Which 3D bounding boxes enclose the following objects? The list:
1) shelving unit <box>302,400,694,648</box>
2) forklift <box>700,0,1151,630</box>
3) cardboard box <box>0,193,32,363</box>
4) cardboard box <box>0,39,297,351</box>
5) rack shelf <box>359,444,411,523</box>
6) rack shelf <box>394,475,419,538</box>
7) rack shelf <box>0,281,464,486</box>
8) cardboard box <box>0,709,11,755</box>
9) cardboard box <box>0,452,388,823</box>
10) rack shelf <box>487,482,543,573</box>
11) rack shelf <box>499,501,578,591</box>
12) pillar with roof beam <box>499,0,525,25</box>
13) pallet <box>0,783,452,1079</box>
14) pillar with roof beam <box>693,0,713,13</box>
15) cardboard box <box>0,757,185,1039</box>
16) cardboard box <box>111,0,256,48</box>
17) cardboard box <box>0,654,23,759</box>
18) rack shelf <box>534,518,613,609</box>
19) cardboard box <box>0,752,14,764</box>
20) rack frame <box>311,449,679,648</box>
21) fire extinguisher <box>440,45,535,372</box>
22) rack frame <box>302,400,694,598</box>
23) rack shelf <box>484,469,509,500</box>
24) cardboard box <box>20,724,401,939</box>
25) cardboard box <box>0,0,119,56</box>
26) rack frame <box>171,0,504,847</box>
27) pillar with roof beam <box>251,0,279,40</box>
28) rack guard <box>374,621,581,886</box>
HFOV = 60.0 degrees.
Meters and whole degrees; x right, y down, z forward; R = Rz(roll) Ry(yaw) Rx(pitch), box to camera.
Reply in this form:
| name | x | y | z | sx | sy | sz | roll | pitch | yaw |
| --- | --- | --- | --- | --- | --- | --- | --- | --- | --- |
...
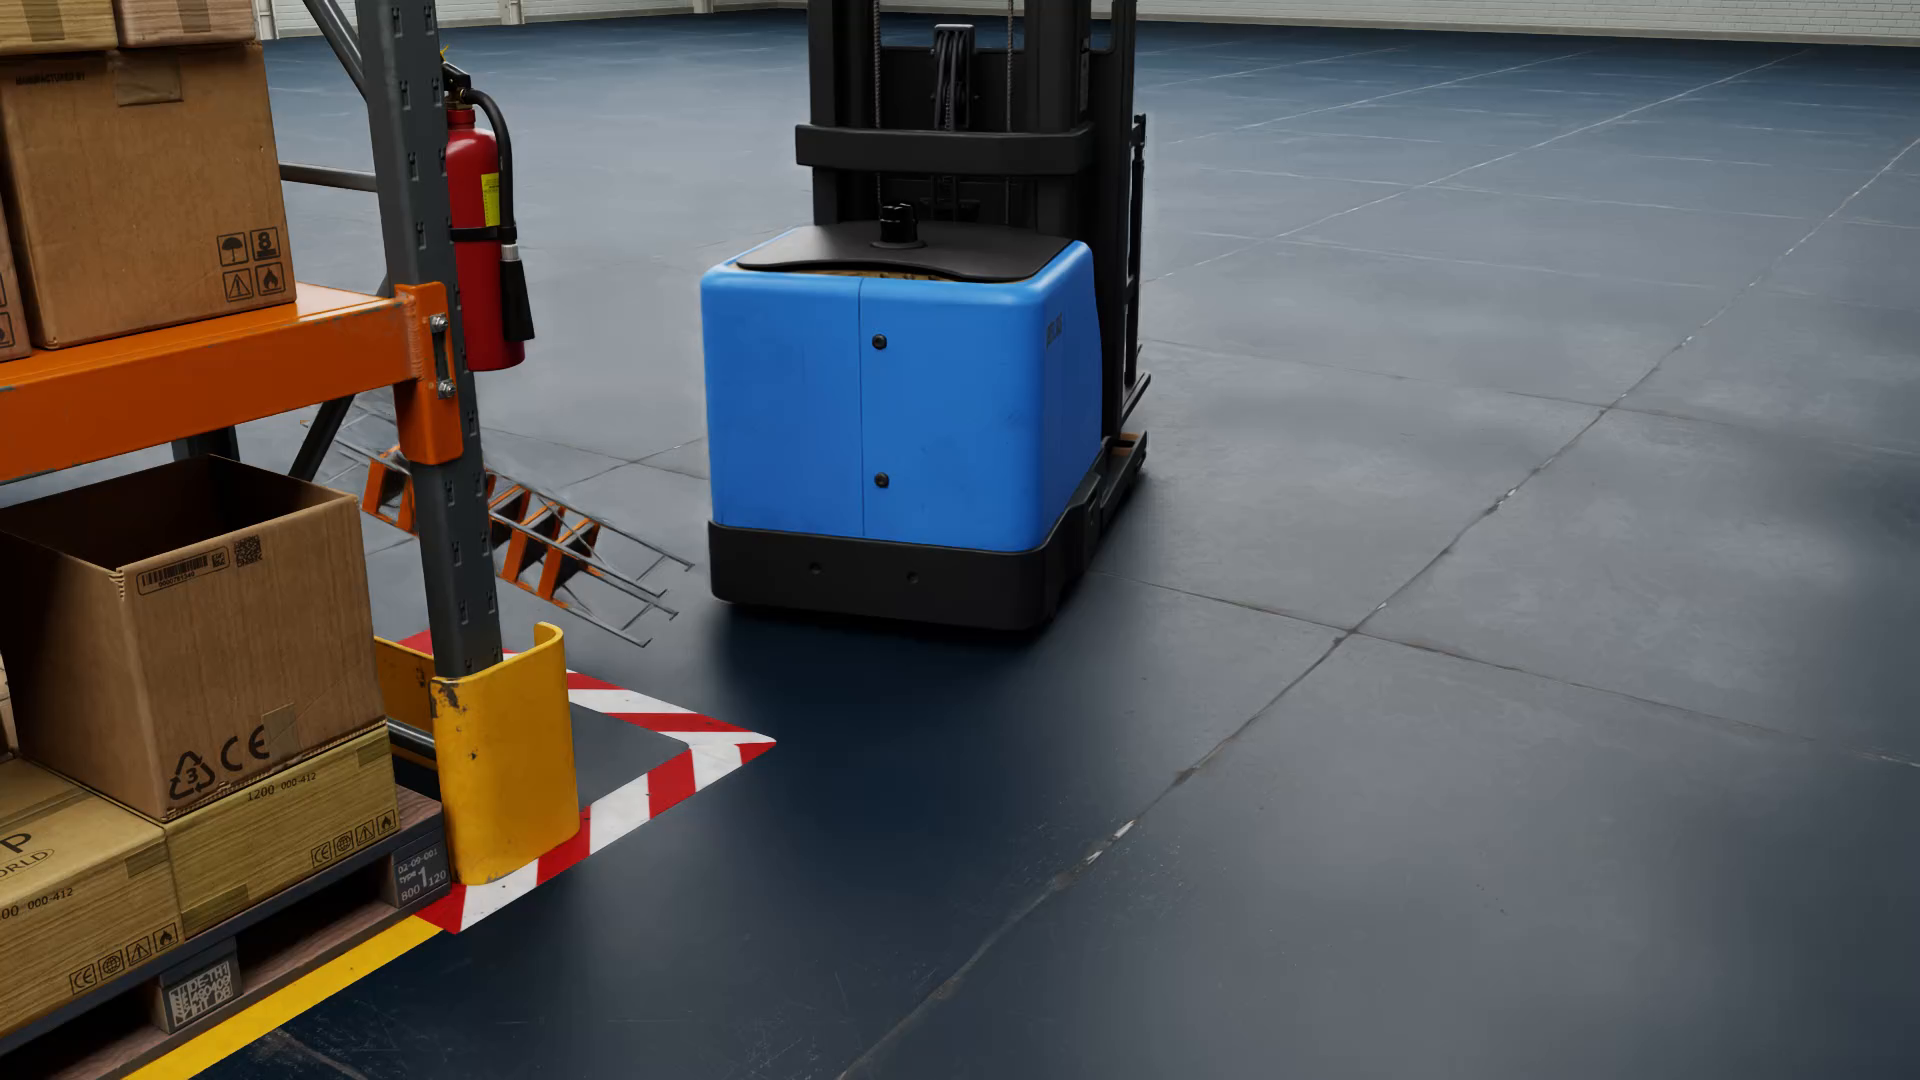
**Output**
| name | x | y | z | sx | sy | sz | roll | pitch | yaw |
| --- | --- | --- | --- | --- | --- | --- | --- | --- | --- |
| shelving unit | -1.407 | -0.059 | 5.013 | 1.200 | 0.189 | 0.258 | 25 | 28 | 6 |
| forklift | 0.104 | -1.589 | 5.835 | 1.130 | 2.935 | 3.031 | 5 | 21 | 14 |
| cardboard box | -2.028 | -0.551 | 2.786 | 0.700 | 0.500 | 0.500 | 14 | 24 | 33 |
| cardboard box | -1.737 | -0.702 | 3.196 | 0.700 | 0.500 | 0.500 | 13 | 24 | 32 |
| rack shelf | -1.691 | -0.193 | 5.046 | 0.103 | 0.180 | 0.258 | 25 | 28 | 6 |
| rack shelf | -1.583 | -0.142 | 5.033 | 0.103 | 0.180 | 0.258 | 25 | 28 | 6 |
| rack shelf | -2.588 | 0.124 | 2.142 | 1.077 | 0.370 | 4.000 | 13 | 24 | 32 |
| cardboard box | -2.228 | 0.208 | 3.155 | 0.500 | 0.500 | 0.500 | 13 | 24 | 32 |
| cardboard box | -1.519 | 0.166 | 3.270 | 0.500 | 0.500 | 0.500 | 13 | 24 | 32 |
| rack shelf | -1.367 | -0.041 | 5.008 | 0.103 | 0.180 | 0.258 | 25 | 28 | 6 |
| rack shelf | -1.259 | 0.010 | 4.996 | 0.103 | 0.180 | 0.258 | 25 | 28 | 6 |
| pillar with roof beam | -6.043 | -14.456 | 31.874 | 9.100 | 9.000 | 0.400 | 13 | 24 | 32 |
| pallet | -1.859 | 0.748 | 3.437 | 1.003 | 0.211 | 1.213 | 13 | 24 | 32 |
| pillar with roof beam | -2.670 | -16.177 | 36.528 | 9.100 | 9.000 | 0.400 | 13 | 24 | 32 |
| cardboard box | -1.792 | 0.663 | 3.007 | 0.500 | 0.250 | 0.500 | 13 | 24 | 32 |
| cardboard box | -1.521 | -0.991 | 3.042 | 0.380 | 0.149 | 0.250 | 13 | 24 | 31 |
| cardboard box | -1.949 | 0.416 | 3.674 | 0.500 | 0.250 | 0.500 | 13 | 24 | 32 |
| rack shelf | -1.151 | 0.061 | 4.983 | 0.103 | 0.180 | 0.258 | 25 | 28 | 6 |
| cardboard box | -2.227 | 0.560 | 3.284 | 0.500 | 0.250 | 0.500 | 13 | 24 | 32 |
| rack frame | -1.437 | 0.016 | 5.055 | 1.200 | 0.006 | 0.240 | 25 | 28 | 6 |
| fire extinguisher | -1.013 | -0.694 | 3.429 | 0.296 | 0.674 | 0.183 | 13 | 24 | 32 |
| rack frame | -1.376 | -0.135 | 4.970 | 1.200 | 0.006 | 0.240 | 25 | 28 | 6 |
| rack shelf | -1.475 | -0.091 | 5.021 | 0.103 | 0.180 | 0.258 | 25 | 28 | 6 |
| cardboard box | -1.521 | 0.517 | 3.401 | 0.500 | 0.250 | 0.500 | 13 | 24 | 32 |
| cardboard box | -1.667 | -0.916 | 2.838 | 0.380 | 0.149 | 0.250 | 14 | 24 | 33 |
| rack frame | -1.464 | -0.787 | 3.569 | 1.000 | 3.000 | 0.127 | 13 | 24 | 32 |
| pillar with roof beam | -9.415 | -12.734 | 27.220 | 9.100 | 9.000 | 0.400 | 13 | 24 | 32 |
| rack guard | -1.450 | 0.379 | 4.021 | 1.175 | 0.500 | 0.348 | 13 | 24 | 32 |
